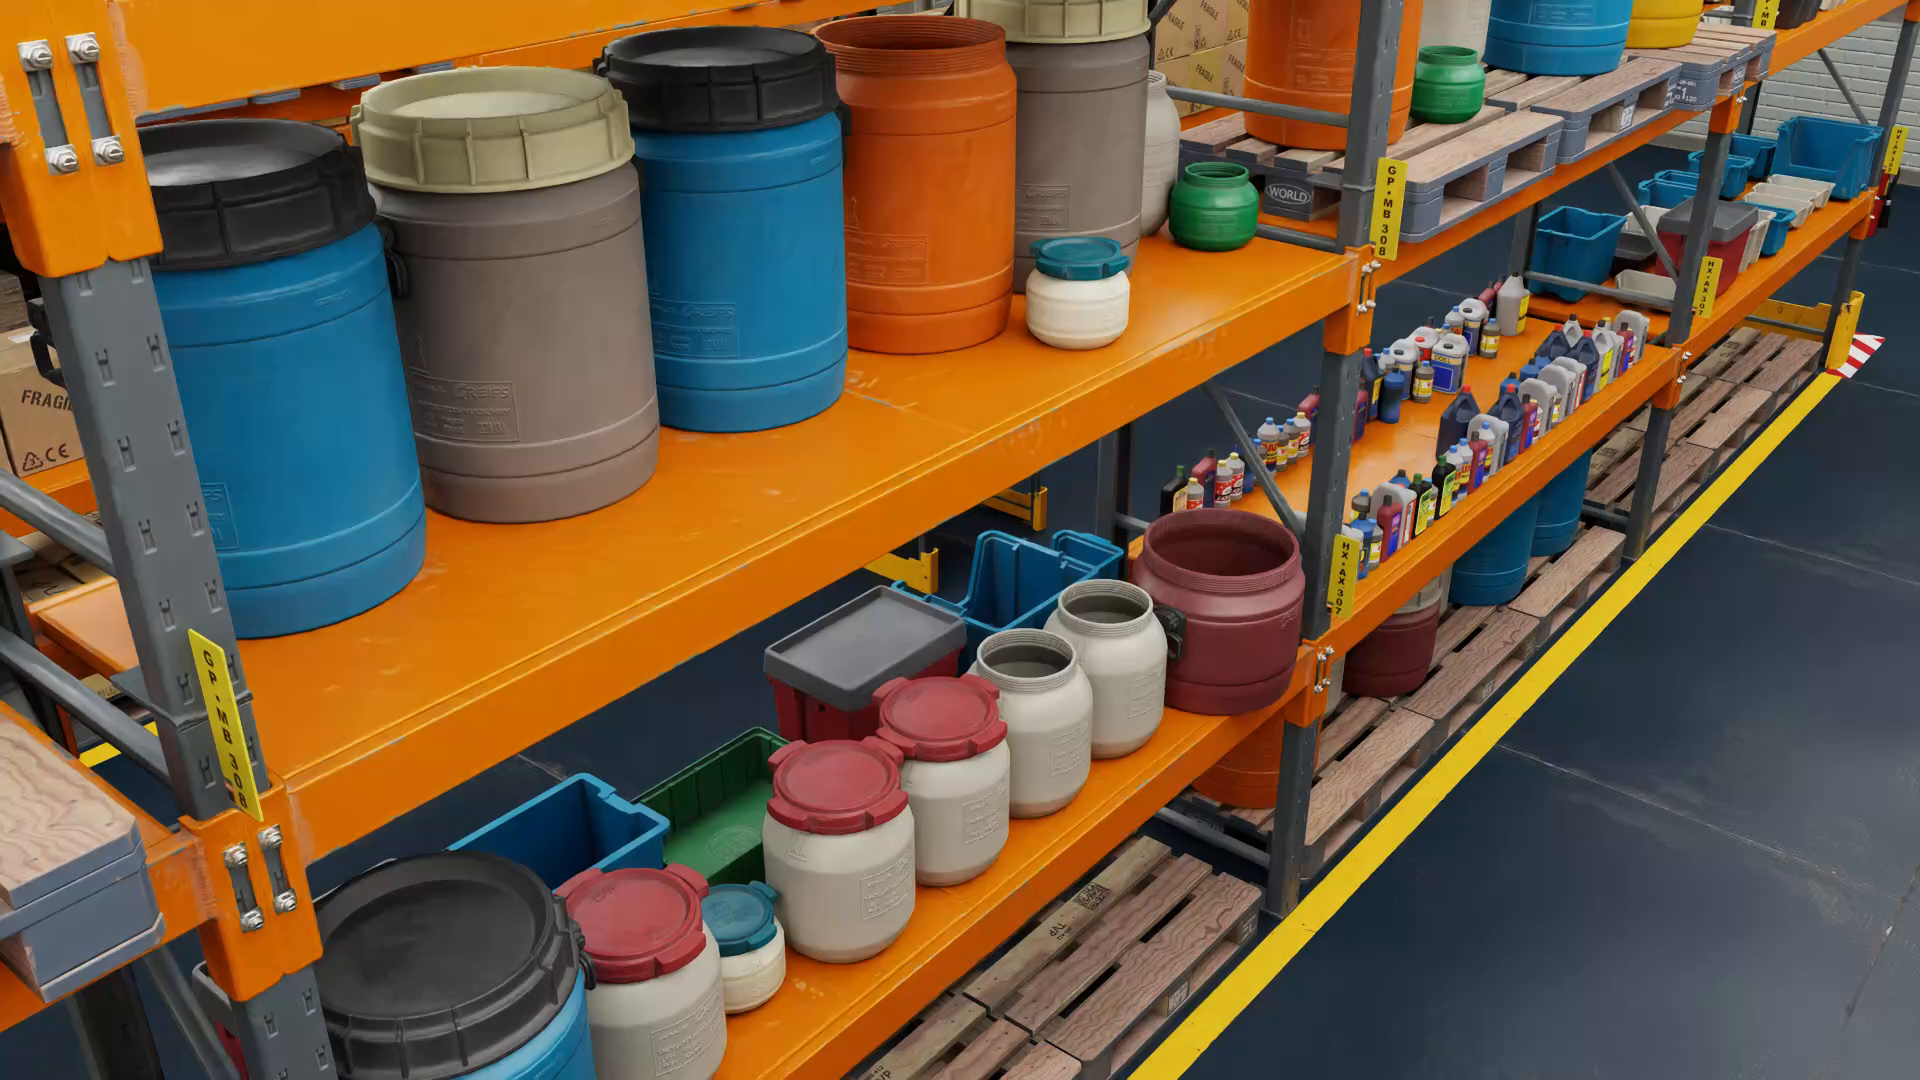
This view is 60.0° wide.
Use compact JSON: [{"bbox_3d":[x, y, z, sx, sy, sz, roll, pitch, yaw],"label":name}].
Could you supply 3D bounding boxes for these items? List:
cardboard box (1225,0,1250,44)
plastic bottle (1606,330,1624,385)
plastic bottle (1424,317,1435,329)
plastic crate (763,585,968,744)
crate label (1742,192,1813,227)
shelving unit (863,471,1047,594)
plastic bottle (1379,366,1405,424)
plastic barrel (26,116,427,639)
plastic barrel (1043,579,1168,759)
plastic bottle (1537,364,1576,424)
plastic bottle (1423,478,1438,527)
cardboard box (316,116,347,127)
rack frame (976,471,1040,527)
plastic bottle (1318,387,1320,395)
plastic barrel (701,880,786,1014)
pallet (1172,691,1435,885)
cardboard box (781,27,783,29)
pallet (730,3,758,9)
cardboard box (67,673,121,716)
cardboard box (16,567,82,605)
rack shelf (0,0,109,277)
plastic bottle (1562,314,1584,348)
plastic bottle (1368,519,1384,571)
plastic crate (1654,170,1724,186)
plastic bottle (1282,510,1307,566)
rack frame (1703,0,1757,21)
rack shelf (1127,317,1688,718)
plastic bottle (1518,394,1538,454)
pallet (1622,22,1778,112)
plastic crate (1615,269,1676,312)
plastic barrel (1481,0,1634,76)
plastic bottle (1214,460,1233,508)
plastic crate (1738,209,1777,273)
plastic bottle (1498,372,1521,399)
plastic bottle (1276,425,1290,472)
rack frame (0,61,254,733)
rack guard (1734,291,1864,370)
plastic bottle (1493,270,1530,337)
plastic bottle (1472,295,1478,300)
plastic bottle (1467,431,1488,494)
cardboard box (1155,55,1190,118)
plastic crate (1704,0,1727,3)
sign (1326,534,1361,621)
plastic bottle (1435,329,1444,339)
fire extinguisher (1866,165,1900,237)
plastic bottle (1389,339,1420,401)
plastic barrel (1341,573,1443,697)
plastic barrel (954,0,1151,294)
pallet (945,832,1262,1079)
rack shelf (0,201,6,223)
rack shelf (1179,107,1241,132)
[{"bbox_3d":[2.161,-4.485,13.959,0.500,0.500,0.500,20,34,34],"label":"cardboard box"},{"bbox_3d":[3.274,-0.949,8.455,0.152,0.276,0.135,21,34,34],"label":"plastic bottle"},{"bbox_3d":[2.380,-0.996,8.537,0.061,0.283,0.133,21,34,34],"label":"plastic bottle"},{"bbox_3d":[-0.301,0.506,5.439,0.402,0.464,0.583,21,34,34],"label":"plastic crate"},{"bbox_3d":[5.319,-2.149,10.861,0.396,0.136,0.243,21,34,34],"label":"crate label"},{"bbox_3d":[-0.048,-0.639,9.353,0.587,1.500,1.083,21,34,34],"label":"shelving unit"},{"bbox_3d":[2.075,-0.703,7.985,0.097,0.271,0.097,0,27,0],"label":"plastic bottle"},{"bbox_3d":[-1.425,-0.330,3.313,0.600,0.901,0.708,21,34,34],"label":"plastic barrel"},{"bbox_3d":[0.474,0.428,5.537,0.421,0.512,0.421,0,27,0],"label":"plastic barrel"},{"bbox_3d":[2.868,-0.722,8.017,0.152,0.276,0.135,21,34,34],"label":"plastic bottle"},{"bbox_3d":[1.962,-0.165,7.020,0.097,0.201,0.097,0,27,0],"label":"plastic bottle"},{"bbox_3d":[-5.153,-3.429,13.366,0.380,0.149,0.250,22,35,36],"label":"cardboard box"},{"bbox_3d":[0.269,-0.816,9.695,0.500,1.500,0.032,21,34,34],"label":"rack frame"},{"bbox_3d":[1.752,-0.645,7.786,0.144,0.351,0.185,21,34,34],"label":"plastic bottle"},{"bbox_3d":[-0.621,1.106,4.499,0.301,0.262,0.301,0,27,0],"label":"plastic barrel"},{"bbox_3d":[1.433,0.997,7.593,1.003,0.211,1.213,21,34,34],"label":"pallet"},{"bbox_3d":[-2.364,-5.370,16.539,0.980,0.700,0.700,20,34,34],"label":"cardboard box"},{"bbox_3d":[-1.438,-3.486,10.164,1.213,0.211,1.003,21,34,34],"label":"pallet"},{"bbox_3d":[-4.300,0.618,7.825,0.500,0.250,0.500,20,33,33],"label":"cardboard box"},{"bbox_3d":[-4.295,0.372,7.692,0.500,0.311,0.500,19,33,33],"label":"cardboard box"},{"bbox_3d":[-2.853,0.010,1.155,1.077,0.370,4.000,21,34,34],"label":"rack shelf"},{"bbox_3d":[3.064,-0.966,8.407,0.144,0.351,0.185,21,34,34],"label":"plastic bottle"},{"bbox_3d":[1.645,0.012,6.678,0.097,0.201,0.097,0,27,0],"label":"plastic bottle"},{"bbox_3d":[4.803,-2.280,11.010,0.416,0.233,0.300,21,34,34],"label":"plastic crate"},{"bbox_3d":[1.371,0.002,6.616,0.152,0.276,0.135,21,34,34],"label":"plastic bottle"},{"bbox_3d":[3.508,-4.032,7.751,1.000,3.000,0.127,21,34,34],"label":"rack frame"},{"bbox_3d":[2.235,-0.339,7.924,1.077,0.370,4.000,21,34,34],"label":"rack shelf"},{"bbox_3d":[2.608,-0.548,7.672,0.061,0.283,0.133,21,34,34],"label":"plastic bottle"},{"bbox_3d":[3.084,-2.310,7.891,1.213,0.211,1.003,21,34,34],"label":"pallet"},{"bbox_3d":[3.914,-1.401,9.414,0.396,0.136,0.243,21,34,34],"label":"plastic crate"},{"bbox_3d":[2.540,-2.459,6.972,0.600,0.901,0.708,21,34,34],"label":"plastic barrel"},{"bbox_3d":[1.126,-0.247,7.179,0.097,0.201,0.097,0,27,0],"label":"plastic bottle"},{"bbox_3d":[4.621,-1.829,10.085,0.437,0.282,0.530,21,34,34],"label":"plastic crate"},{"bbox_3d":[2.612,-0.668,7.917,0.097,0.271,0.097,0,27,0],"label":"plastic bottle"},{"bbox_3d":[1.435,-0.419,7.512,0.097,0.201,0.097,0,27,0],"label":"plastic bottle"},{"bbox_3d":[-1.581,-1.196,2.268,1.000,3.000,0.127,21,34,34],"label":"rack frame"},{"bbox_3d":[6.057,-1.688,12.469,1.175,0.500,0.348,21,34,34],"label":"rack guard"},{"bbox_3d":[3.008,-1.301,9.055,0.144,0.351,0.185,21,34,34],"label":"plastic bottle"},{"bbox_3d":[2.739,-1.177,8.901,0.097,0.271,0.097,0,27,0],"label":"plastic bottle"},{"bbox_3d":[2.258,-0.353,7.295,0.061,0.283,0.133,21,34,34],"label":"plastic bottle"},{"bbox_3d":[1.508,-3.681,13.492,0.500,0.500,0.500,21,34,35],"label":"cardboard box"},{"bbox_3d":[4.404,-3.370,9.864,0.437,0.282,0.530,21,34,34],"label":"plastic crate"},{"bbox_3d":[1.392,0.136,6.044,0.100,0.325,0.005,21,34,34],"label":"sign"},{"bbox_3d":[2.468,-0.995,8.625,0.097,0.201,0.097,0,27,0],"label":"plastic bottle"},{"bbox_3d":[6.498,-2.507,11.821,0.296,0.674,0.183,21,34,34],"label":"fire extinguisher"},{"bbox_3d":[2.183,-0.849,8.262,0.152,0.276,0.135,21,34,34],"label":"plastic bottle"},{"bbox_3d":[1.980,0.356,7.964,0.600,0.588,0.708,21,34,34],"label":"plastic barrel"},{"bbox_3d":[0.273,-1.277,5.143,0.600,0.901,0.600,0,27,0],"label":"plastic barrel"},{"bbox_3d":[0.441,1.552,6.520,1.003,0.211,1.213,21,34,34],"label":"pallet"},{"bbox_3d":[-7.953,-1.816,10.780,1.077,0.370,4.000,21,34,34],"label":"rack shelf"},{"bbox_3d":[0.960,-3.206,13.466,1.077,0.370,4.000,21,34,34],"label":"rack shelf"}]
